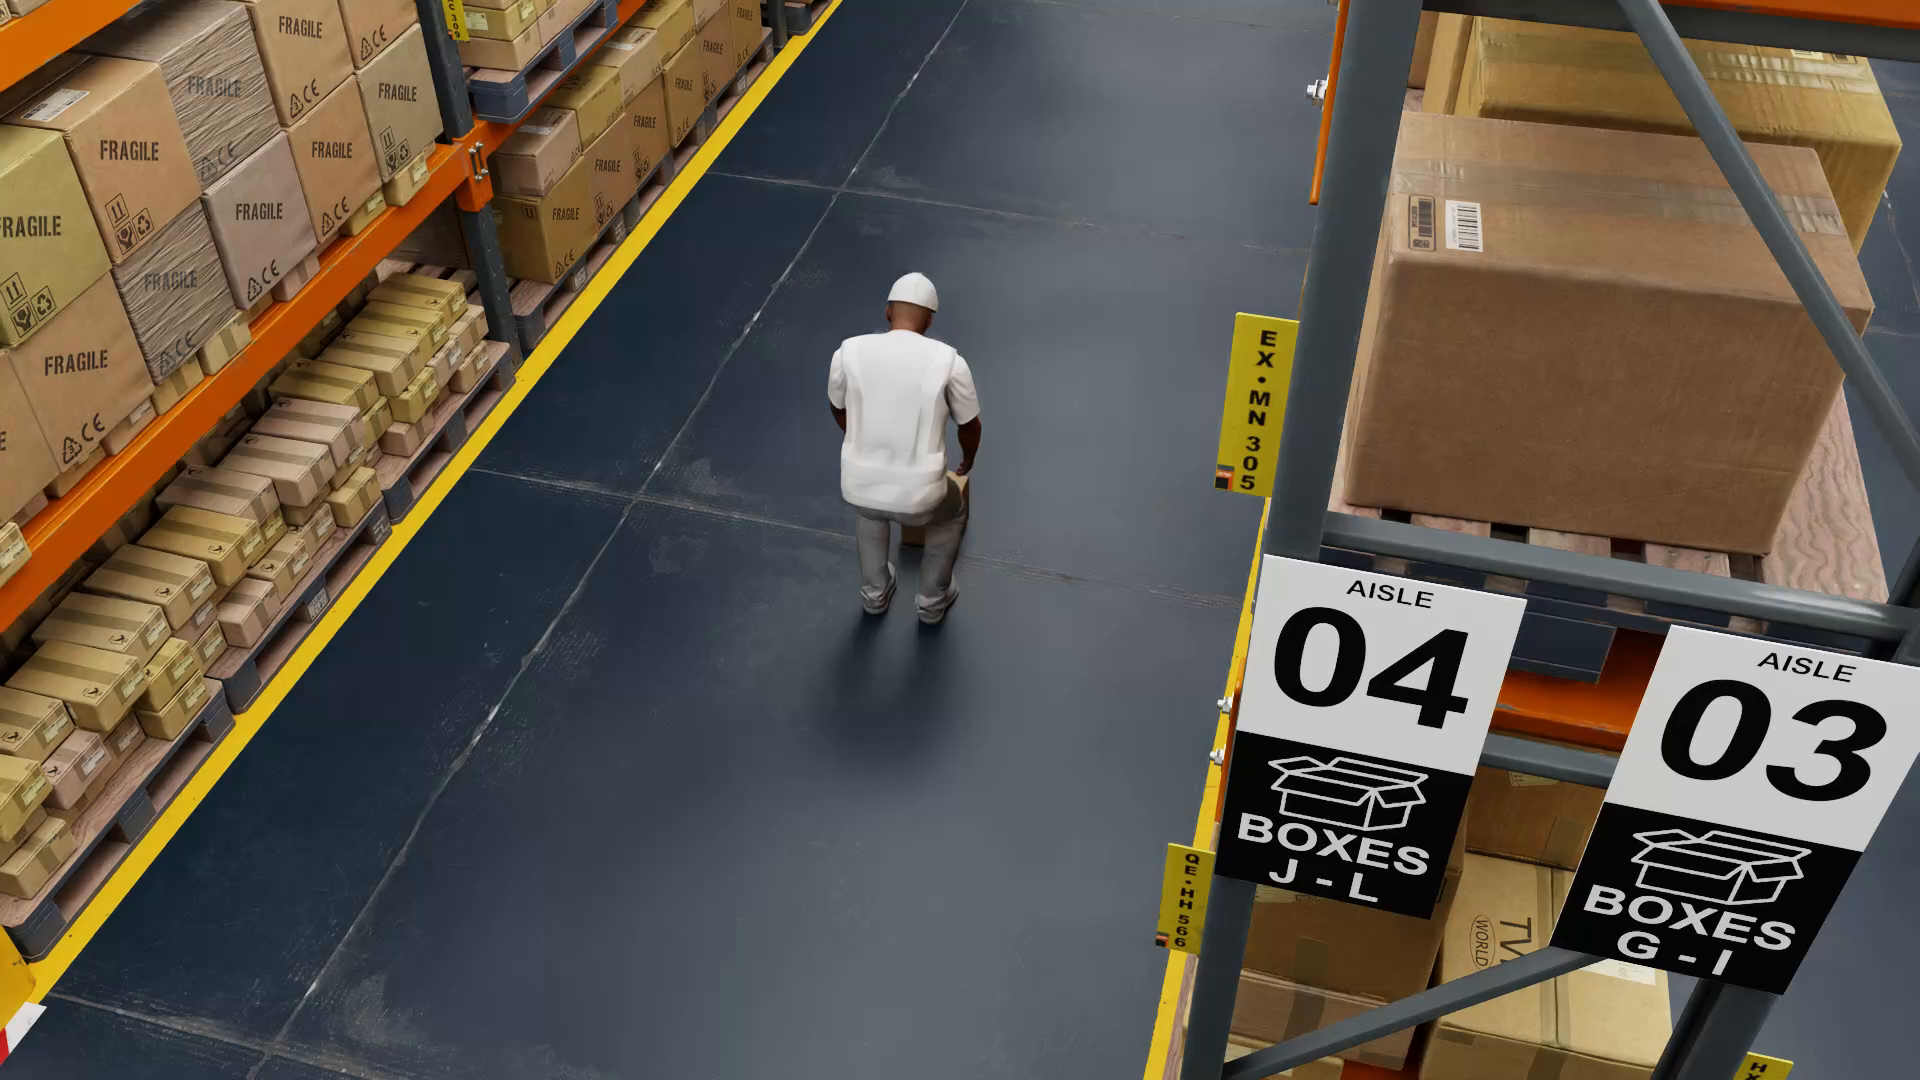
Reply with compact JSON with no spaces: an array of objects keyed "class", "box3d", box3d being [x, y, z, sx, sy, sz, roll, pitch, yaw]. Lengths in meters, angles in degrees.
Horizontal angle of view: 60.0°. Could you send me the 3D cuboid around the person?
[{"class":"person","box3d":[-0.247,-0.332,6.784,0.631,1.429,0.747,10,42,11]}]
